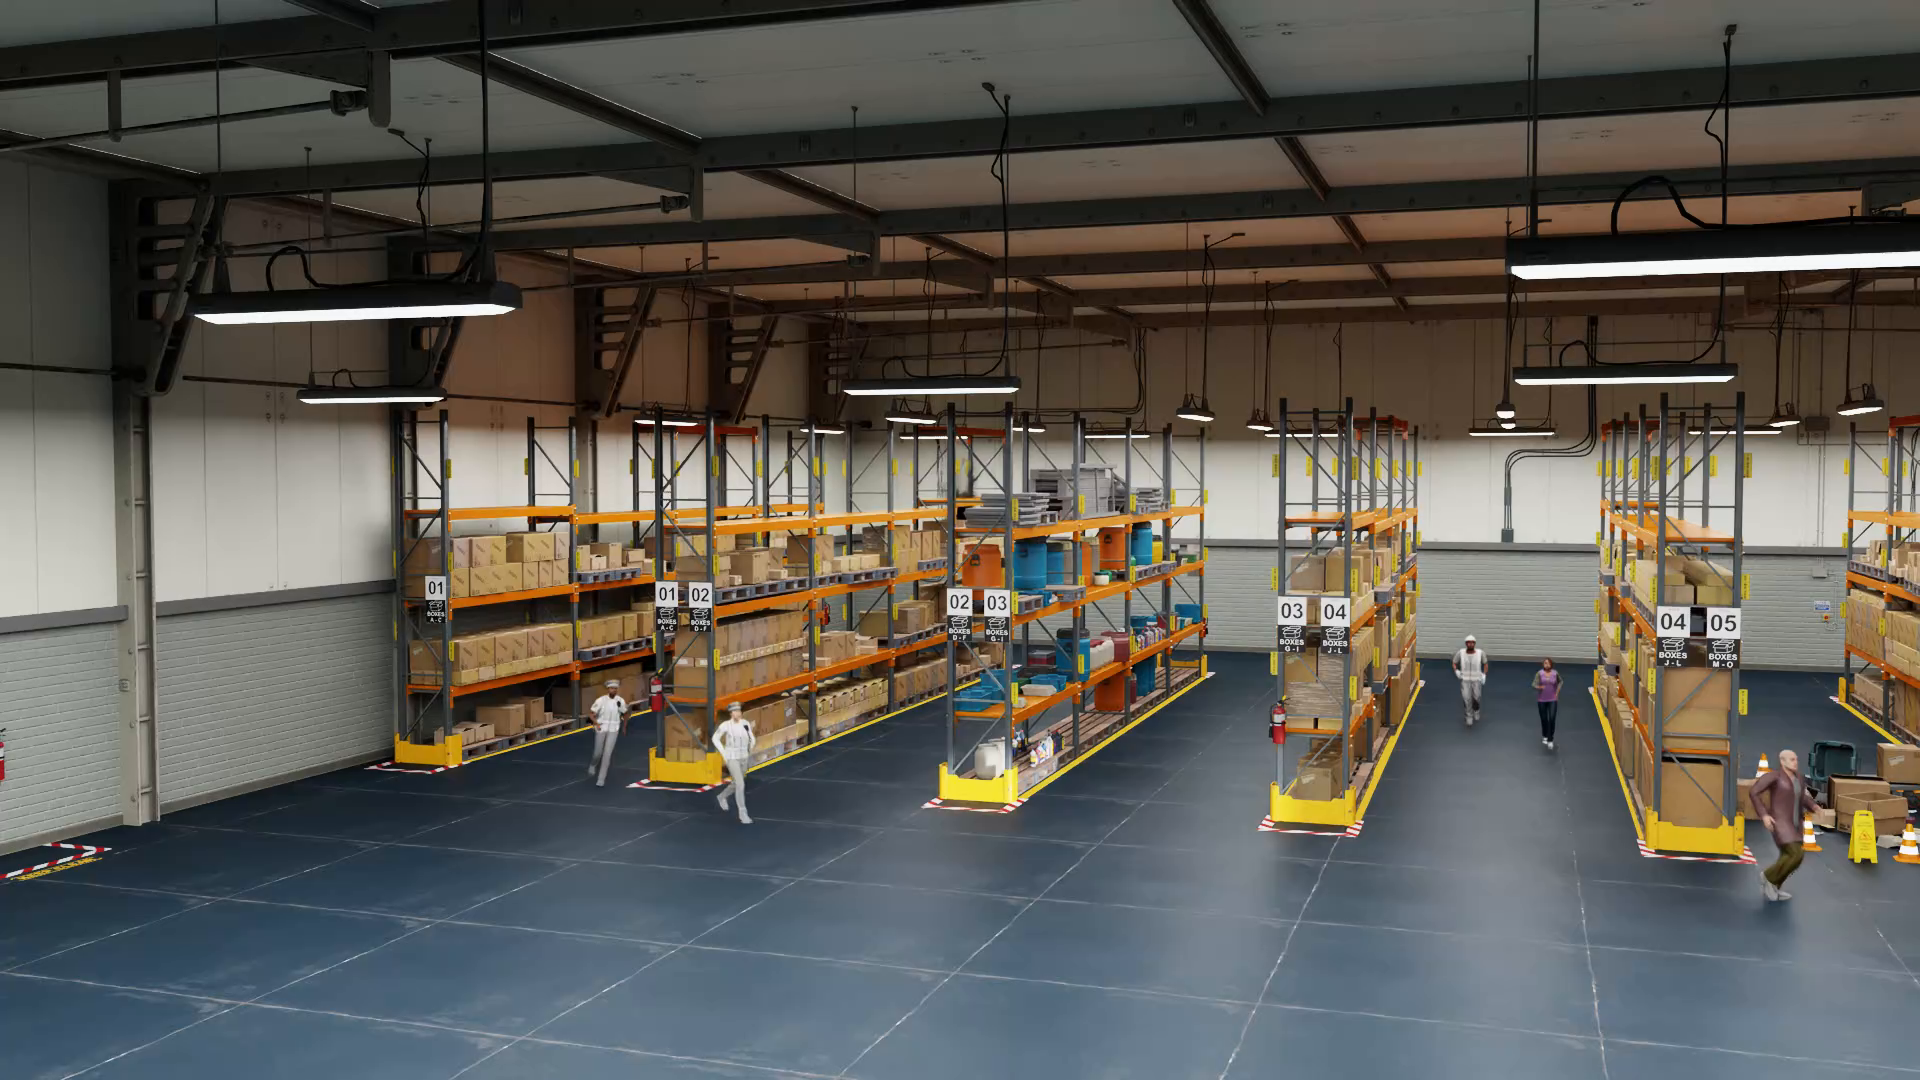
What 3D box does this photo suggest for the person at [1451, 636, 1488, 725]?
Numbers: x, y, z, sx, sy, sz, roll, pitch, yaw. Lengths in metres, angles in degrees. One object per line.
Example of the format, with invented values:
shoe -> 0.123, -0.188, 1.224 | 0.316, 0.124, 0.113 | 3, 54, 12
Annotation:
person -> 9.964, 2.734, 32.496 | 0.671, 1.742, 0.594 | 1, 3, 17

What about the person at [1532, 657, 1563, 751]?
person -> 10.533, 2.918, 29.837 | 0.529, 1.630, 0.690 | 1, 3, 21

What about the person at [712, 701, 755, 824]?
person -> -3.199, 3.139, 23.753 | 0.603, 1.711, 0.860 | -2, 3, -40

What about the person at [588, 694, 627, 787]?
person -> -5.593, 3.160, 26.484 | 0.619, 1.405, 0.828 | -1, 3, -17

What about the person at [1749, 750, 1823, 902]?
person -> 9.569, 3.298, 19.190 | 0.709, 1.752, 0.678 | -1, 3, -29
